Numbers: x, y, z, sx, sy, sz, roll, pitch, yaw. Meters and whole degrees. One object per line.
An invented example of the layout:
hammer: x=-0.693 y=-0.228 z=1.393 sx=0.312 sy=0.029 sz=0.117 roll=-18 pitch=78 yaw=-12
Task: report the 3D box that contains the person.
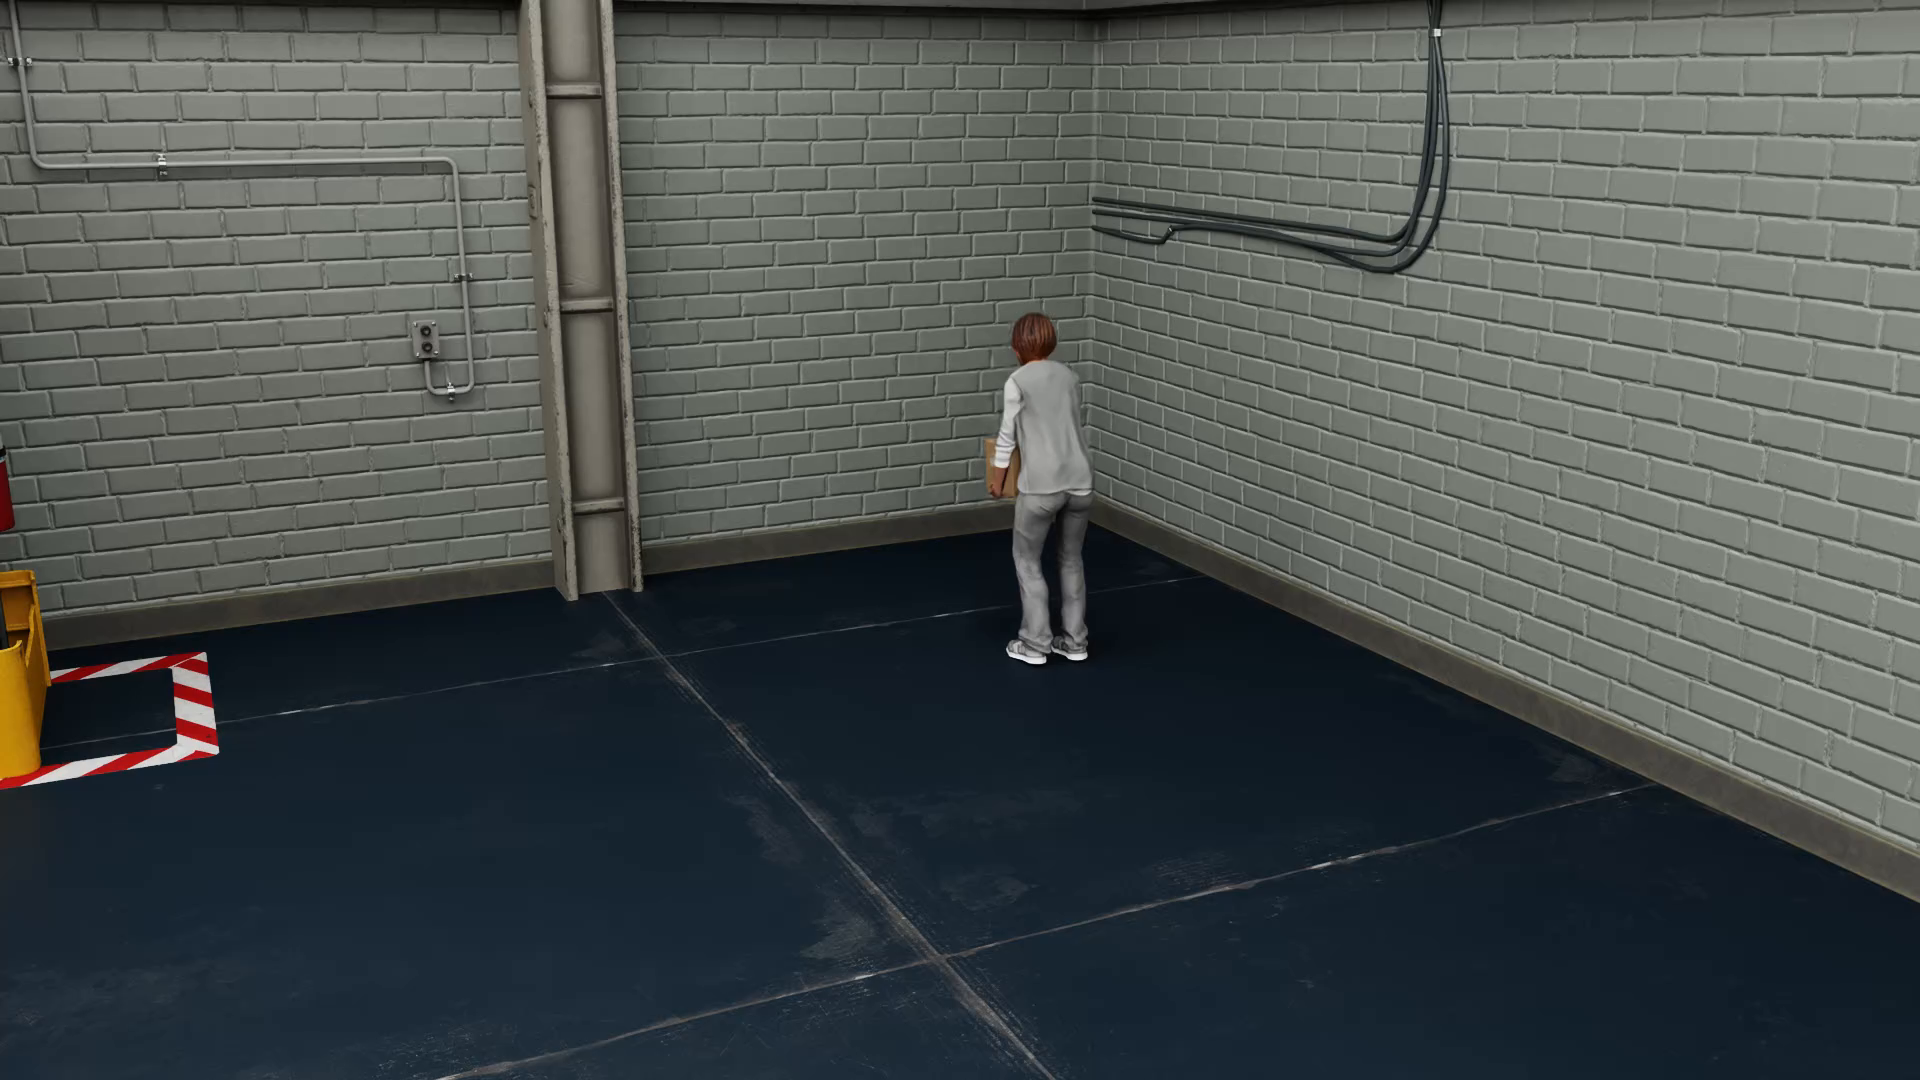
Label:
person: x=0.370 y=-0.223 z=7.424 sx=0.373 sy=1.562 sz=0.532 roll=-8 pitch=17 yaw=-26
